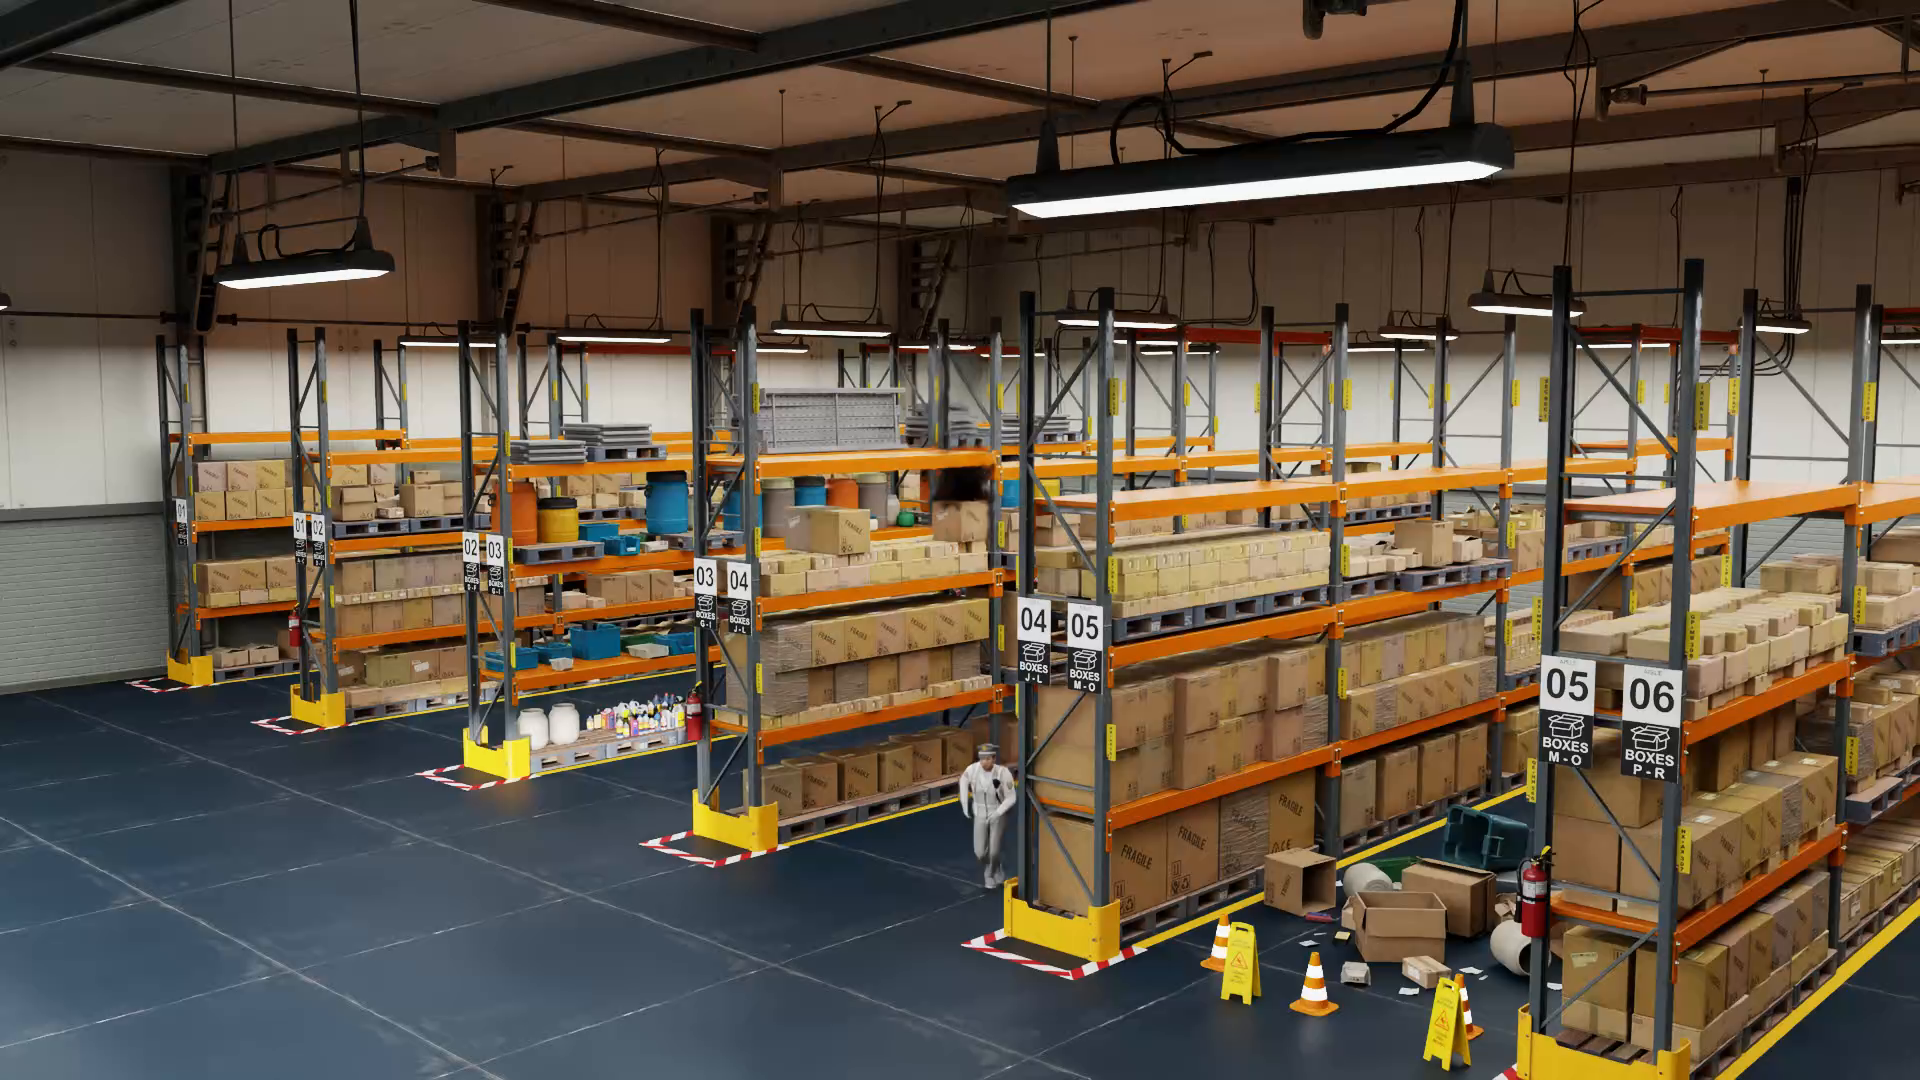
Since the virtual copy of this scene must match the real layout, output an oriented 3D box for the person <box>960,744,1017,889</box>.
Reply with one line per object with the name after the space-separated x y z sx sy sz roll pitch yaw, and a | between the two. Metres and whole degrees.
0.271 2.798 16.850 0.637 1.562 0.615 2 6 17 | person
